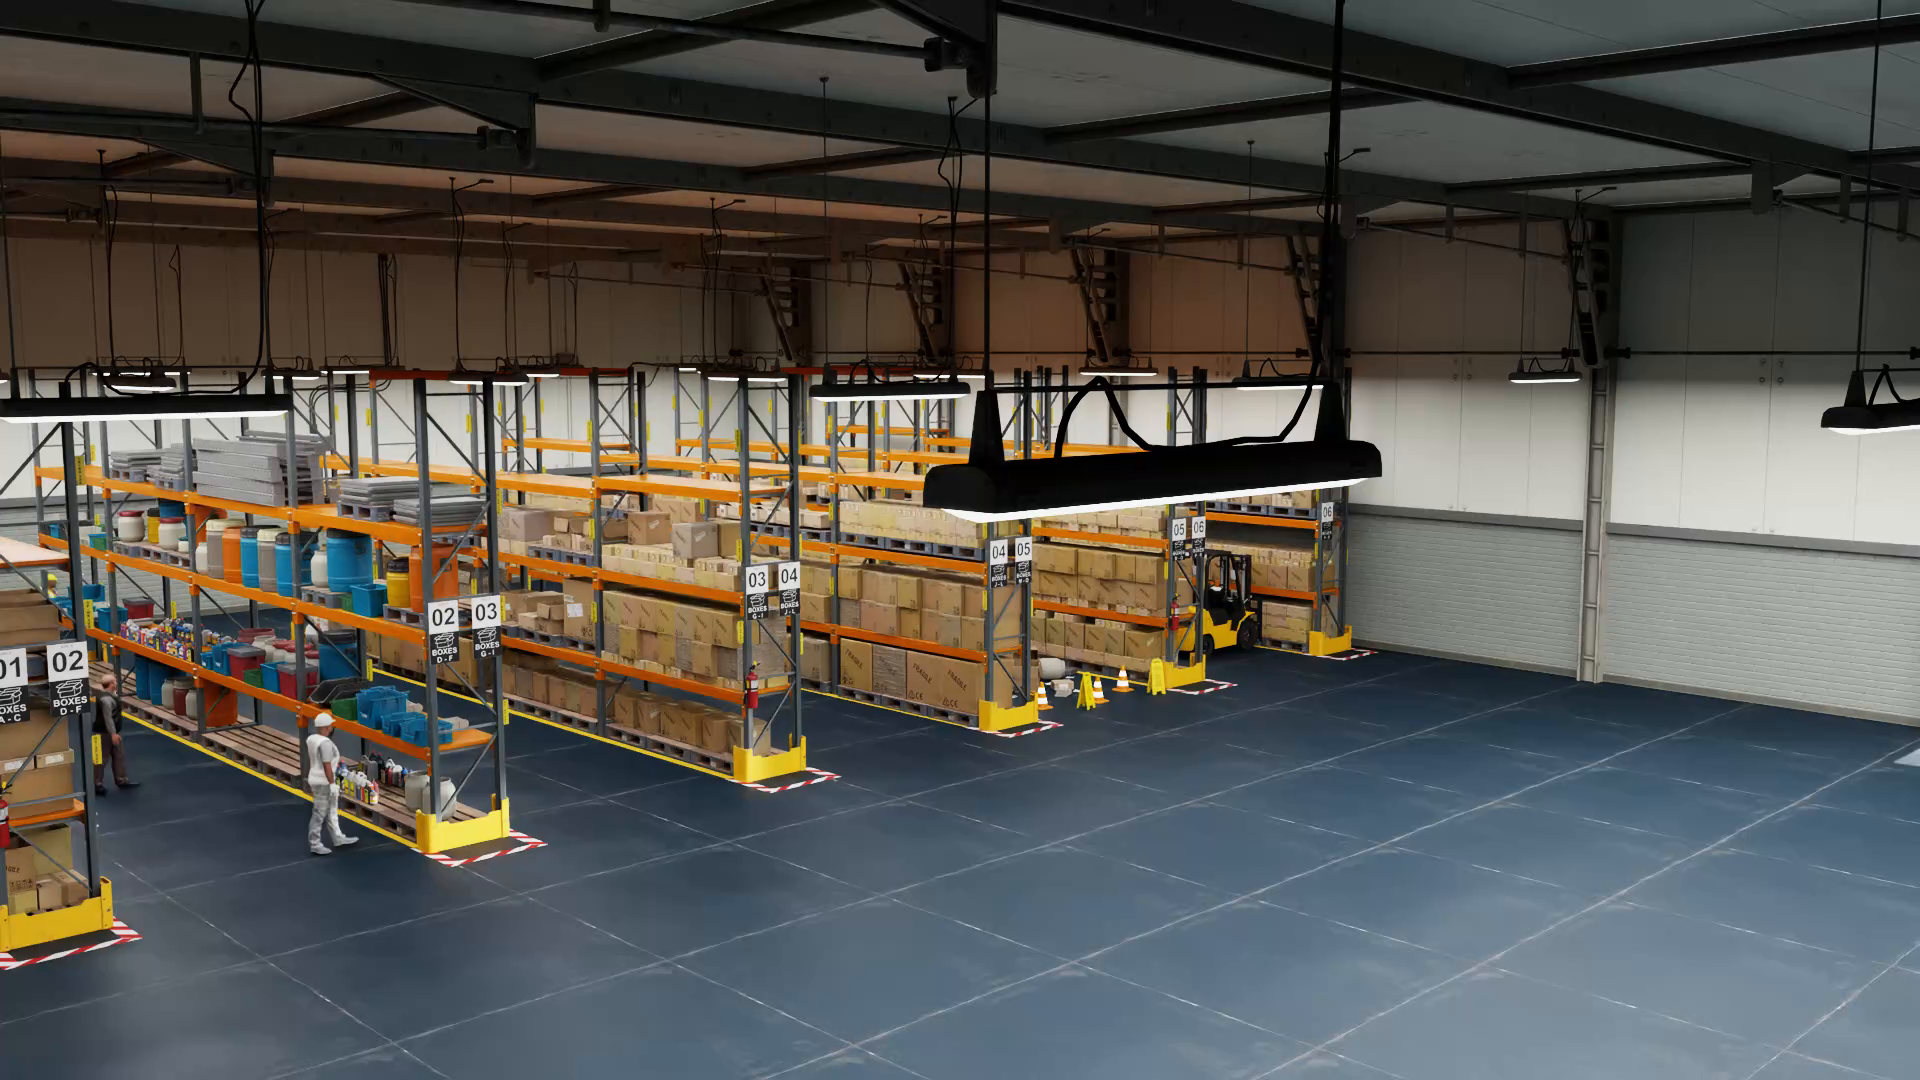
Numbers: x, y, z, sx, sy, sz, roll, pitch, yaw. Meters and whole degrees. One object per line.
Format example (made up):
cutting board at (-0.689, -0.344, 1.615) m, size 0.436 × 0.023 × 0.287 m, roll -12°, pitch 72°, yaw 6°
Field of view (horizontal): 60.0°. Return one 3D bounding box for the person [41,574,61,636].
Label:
person at (-18.787, 1.577, 34.278) m, size 0.534 × 1.751 × 0.615 m, roll 0°, pitch 6°, yaw -1°

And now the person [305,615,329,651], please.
person at (-12.447, 1.871, 32.207) m, size 0.511 × 1.682 × 0.477 m, roll 4°, pitch 8°, yaw 31°

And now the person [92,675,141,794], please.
person at (-12.239, 2.789, 23.952) m, size 0.607 × 1.719 × 0.556 m, roll -1°, pitch 7°, yaw -10°

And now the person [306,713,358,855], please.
person at (-7.997, 3.073, 21.126) m, size 0.590 × 1.774 × 0.610 m, roll -2°, pitch 7°, yaw -20°
